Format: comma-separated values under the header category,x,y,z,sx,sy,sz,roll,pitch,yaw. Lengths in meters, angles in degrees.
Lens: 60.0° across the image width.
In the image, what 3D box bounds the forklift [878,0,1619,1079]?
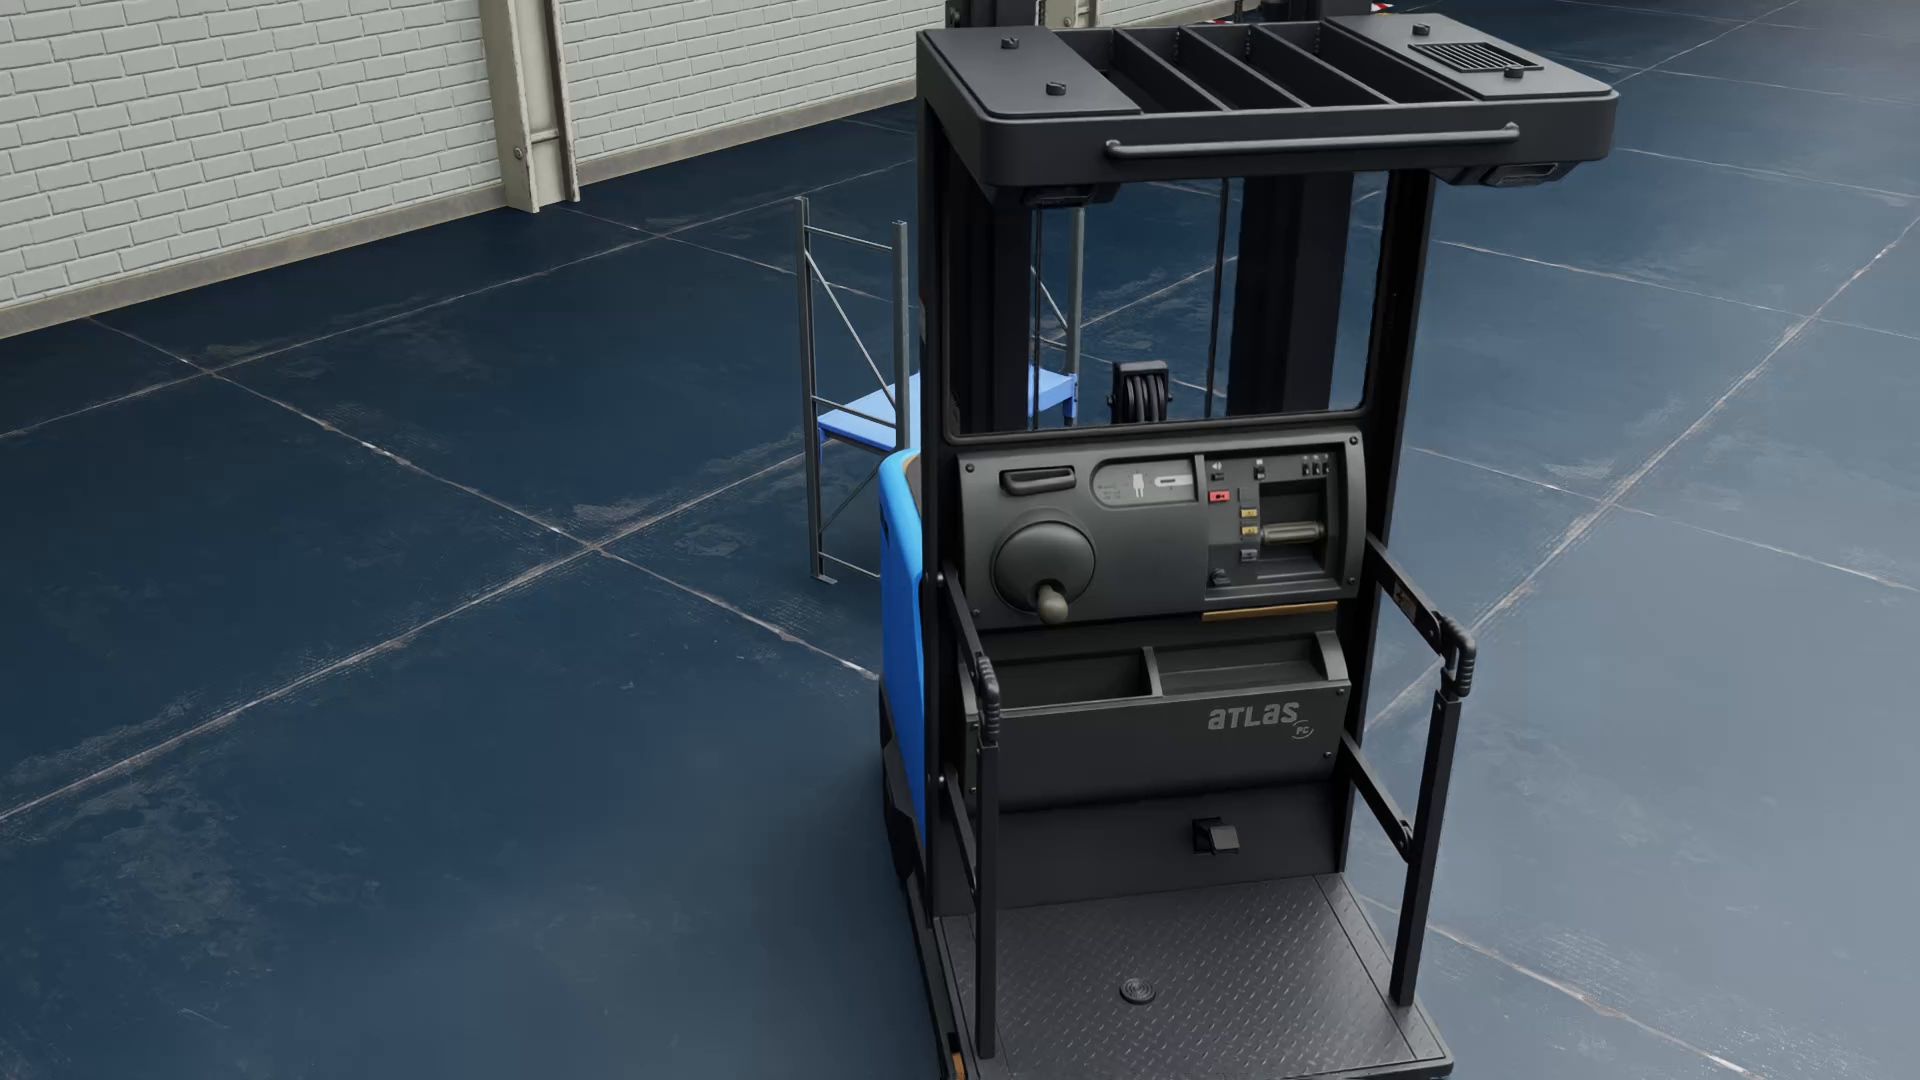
category,x,y,z,sx,sy,sz,roll,pitch,yaw
forklift,0.498,0.010,3.542,1.130,2.935,3.031,-4,28,-9

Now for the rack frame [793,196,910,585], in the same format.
category,x,y,z,sx,sy,sz,roll,pitch,yaw
rack frame,-0.378,-0.456,5.999,0.500,1.500,0.032,21,34,34

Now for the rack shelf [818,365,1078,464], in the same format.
category,x,y,z,sx,sy,sz,roll,pitch,yaw
rack shelf,-0.054,-0.476,6.430,0.538,0.185,1.000,21,34,34

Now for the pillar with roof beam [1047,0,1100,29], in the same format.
category,x,y,z,sx,sy,sz,roll,pitch,yaw
pillar with roof beam,4.350,-7.121,10.722,9.100,9.000,0.400,21,34,34

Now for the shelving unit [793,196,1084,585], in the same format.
category,x,y,z,sx,sy,sz,roll,pitch,yaw
shelving unit,-0.054,-0.636,6.347,0.538,1.500,1.048,21,34,34

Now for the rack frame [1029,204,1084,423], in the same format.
category,x,y,z,sx,sy,sz,roll,pitch,yaw
rack frame,0.269,-0.816,6.695,0.500,1.500,0.032,21,34,34

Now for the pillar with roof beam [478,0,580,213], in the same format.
category,x,y,z,sx,sy,sz,roll,pitch,yaw
pillar with roof beam,0.533,-4.994,6.610,9.100,9.000,0.400,21,34,34
